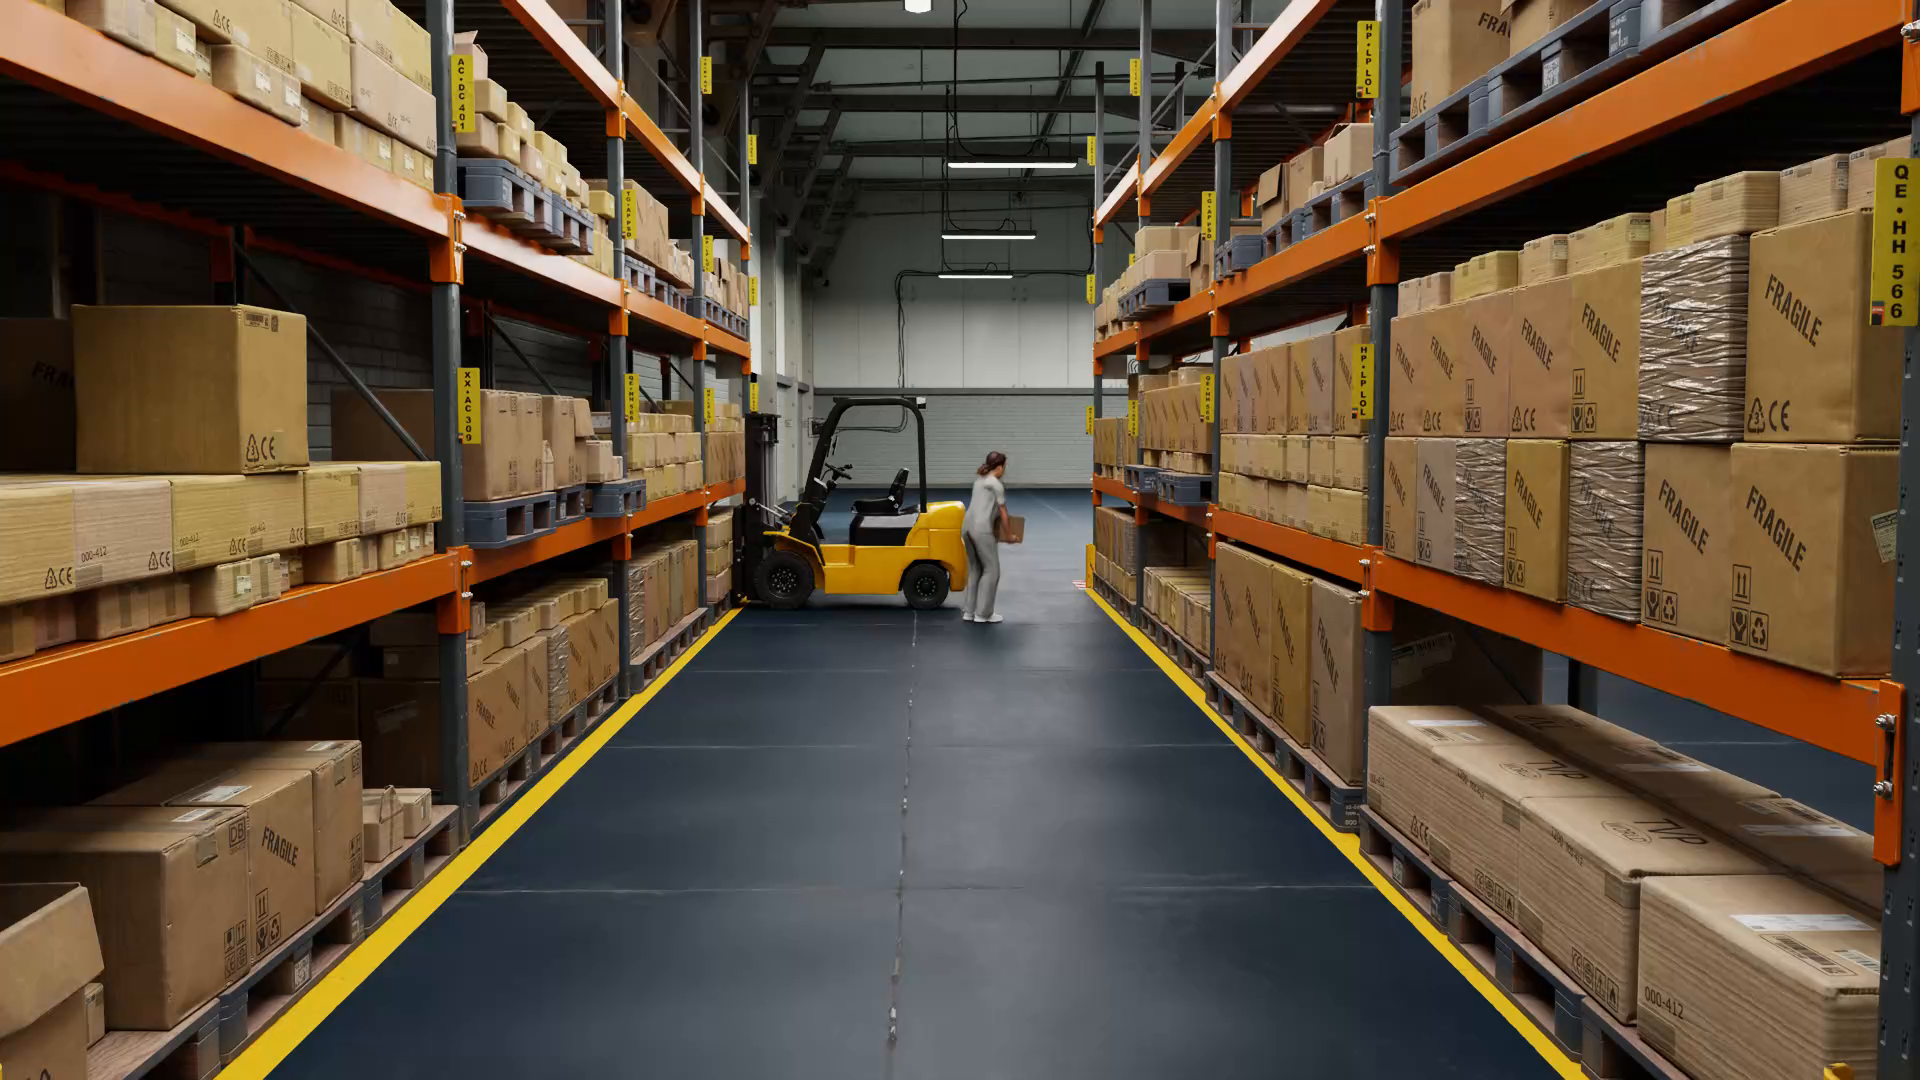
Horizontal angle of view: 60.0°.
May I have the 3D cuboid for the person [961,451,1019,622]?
[{"bbox_3d":[0.280,-0.039,15.929,0.545,1.630,0.417,-2,4,-32],"label":"person"}]
